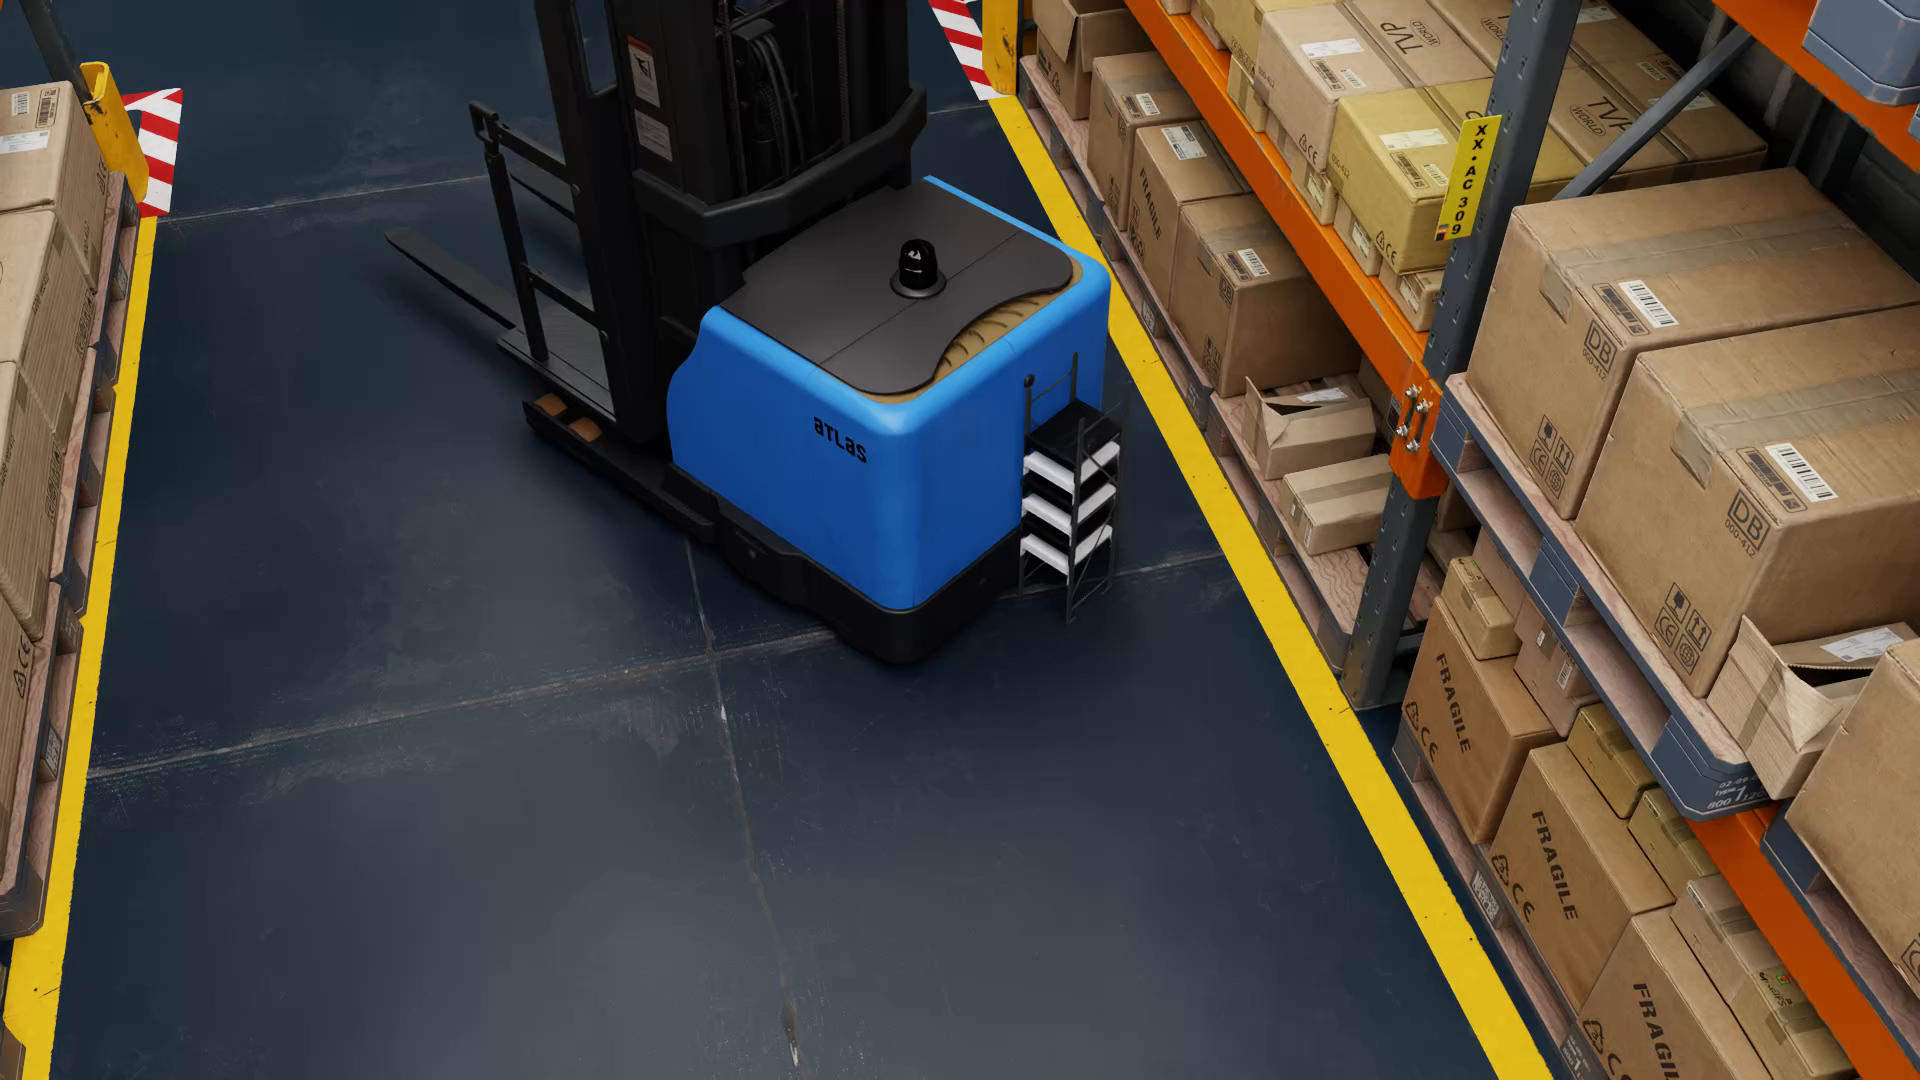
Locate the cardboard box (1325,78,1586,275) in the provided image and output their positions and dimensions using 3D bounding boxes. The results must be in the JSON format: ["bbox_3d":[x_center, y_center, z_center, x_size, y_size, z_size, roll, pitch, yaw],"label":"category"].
[{"bbox_3d":[1.338,-0.998,4.524,0.500,0.250,0.500,-10,46,-9],"label":"cardboard box"}]

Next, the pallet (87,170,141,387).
[{"bbox_3d":[-3.836,-0.977,6.560,1.003,0.211,1.213,-11,47,-10],"label":"pallet"}]

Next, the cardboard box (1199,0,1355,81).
[{"bbox_3d":[1.081,-1.688,5.200,0.500,0.250,0.500,-11,47,-11],"label":"cardboard box"}]

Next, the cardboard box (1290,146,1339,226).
[{"bbox_3d":[1.201,-1.076,4.880,0.380,0.149,0.250,-10,46,-9],"label":"cardboard box"}]

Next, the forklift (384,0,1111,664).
[{"bbox_3d":[-0.954,-1.553,5.220,3.031,2.935,1.130,33,54,28],"label":"forklift"}]

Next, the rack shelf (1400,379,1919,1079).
[{"bbox_3d":[2.217,0.993,3.180,1.077,0.370,4.000,-11,47,-10],"label":"rack shelf"}]

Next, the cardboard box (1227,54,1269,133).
[{"bbox_3d":[1.068,-1.433,5.230,0.380,0.149,0.250,-11,47,-11],"label":"cardboard box"}]

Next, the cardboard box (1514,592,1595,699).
[{"bbox_3d":[1.652,0.225,4.223,0.380,0.149,0.250,-13,47,-12],"label":"cardboard box"}]

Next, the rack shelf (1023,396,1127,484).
[{"bbox_3d":[0.353,-0.309,5.091,0.200,0.077,0.258,33,54,28],"label":"rack shelf"}]

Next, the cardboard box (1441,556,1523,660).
[{"bbox_3d":[1.539,0.158,4.497,0.380,0.149,0.250,-9,46,-8],"label":"cardboard box"}]

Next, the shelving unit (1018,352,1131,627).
[{"bbox_3d":[0.353,-0.143,5.260,0.210,0.900,0.258,33,54,28],"label":"shelving unit"}]

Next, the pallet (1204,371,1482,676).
[{"bbox_3d":[1.530,-0.137,5.737,1.003,0.211,1.213,-11,47,-10],"label":"pallet"}]

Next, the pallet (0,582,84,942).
[{"bbox_3d":[-3.212,0.708,4.909,1.003,0.211,1.213,-11,47,-10],"label":"pallet"}]

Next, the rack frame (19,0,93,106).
[{"bbox_3d":[-4.117,-2.491,6.091,1.000,3.000,0.127,-11,47,-10],"label":"rack frame"}]

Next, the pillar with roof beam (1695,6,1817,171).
[{"bbox_3d":[-1.764,-2.597,1.995,9.100,9.000,0.400,-11,47,-10],"label":"pillar with roof beam"}]

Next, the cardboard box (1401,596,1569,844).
[{"bbox_3d":[1.611,0.464,4.651,0.500,0.500,0.500,-9,46,-9],"label":"cardboard box"}]

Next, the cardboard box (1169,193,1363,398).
[{"bbox_3d":[1.192,-0.919,6.007,0.700,0.500,0.500,-12,47,-12],"label":"cardboard box"}]

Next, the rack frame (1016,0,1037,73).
[{"bbox_3d":[0.680,-3.401,6.983,1.000,3.000,0.127,-11,47,-10],"label":"rack frame"}]

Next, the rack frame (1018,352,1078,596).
[{"bbox_3d":[0.277,-0.192,5.308,0.006,0.900,0.240,33,54,28],"label":"rack frame"}]

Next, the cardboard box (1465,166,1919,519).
[{"bbox_3d":[1.612,-0.446,3.723,0.700,0.500,0.500,-10,46,-9],"label":"cardboard box"}]

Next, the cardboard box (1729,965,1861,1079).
[{"bbox_3d":[1.934,1.048,3.625,0.380,0.149,0.250,-9,46,-9],"label":"cardboard box"}]

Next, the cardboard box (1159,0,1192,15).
[{"bbox_3d":[0.868,-1.959,5.746,0.380,0.149,0.250,-10,46,-9],"label":"cardboard box"}]

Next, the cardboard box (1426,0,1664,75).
[{"bbox_3d":[1.704,-1.427,4.945,0.500,0.250,0.500,-11,47,-11],"label":"cardboard box"}]

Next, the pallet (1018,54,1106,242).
[{"bbox_3d":[0.905,-1.822,7.388,1.003,0.211,1.213,-11,47,-10],"label":"pallet"}]

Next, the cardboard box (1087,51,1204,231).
[{"bbox_3d":[0.927,-1.636,6.709,0.700,0.500,0.500,-9,46,-9],"label":"cardboard box"}]

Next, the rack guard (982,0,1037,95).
[{"bbox_3d":[0.700,-2.473,7.824,1.175,0.500,0.348,-11,47,-10],"label":"rack guard"}]

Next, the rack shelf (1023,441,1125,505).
[{"bbox_3d":[0.353,-0.246,5.155,0.200,0.077,0.258,33,54,28],"label":"rack shelf"}]

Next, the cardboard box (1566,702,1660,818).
[{"bbox_3d":[1.762,0.510,4.152,0.380,0.149,0.250,-13,47,-12],"label":"cardboard box"}]

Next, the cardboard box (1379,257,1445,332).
[{"bbox_3d":[1.379,-0.725,4.536,0.380,0.149,0.250,-10,46,-10],"label":"cardboard box"}]

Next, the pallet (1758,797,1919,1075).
[{"bbox_3d":[2.226,0.848,2.953,1.003,0.211,1.213,-11,47,-10],"label":"pallet"}]

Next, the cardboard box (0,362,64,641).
[{"bbox_3d":[-3.380,-0.050,5.199,0.875,0.438,0.875,-12,47,-11],"label":"cardboard box"}]

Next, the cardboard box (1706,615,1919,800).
[{"bbox_3d":[1.689,0.290,3.165,0.396,0.266,0.258,-9,46,-8],"label":"cardboard box"}]

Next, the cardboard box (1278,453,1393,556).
[{"bbox_3d":[1.278,-0.119,5.469,0.380,0.149,0.250,-12,47,-12],"label":"cardboard box"}]

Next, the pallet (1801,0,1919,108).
[{"bbox_3d":[1.804,-1.160,2.818,1.213,0.211,1.003,-11,47,-10],"label":"pallet"}]

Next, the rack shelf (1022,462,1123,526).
[{"bbox_3d":[0.353,-0.183,5.220,0.200,0.077,0.258,33,54,28],"label":"rack shelf"}]
